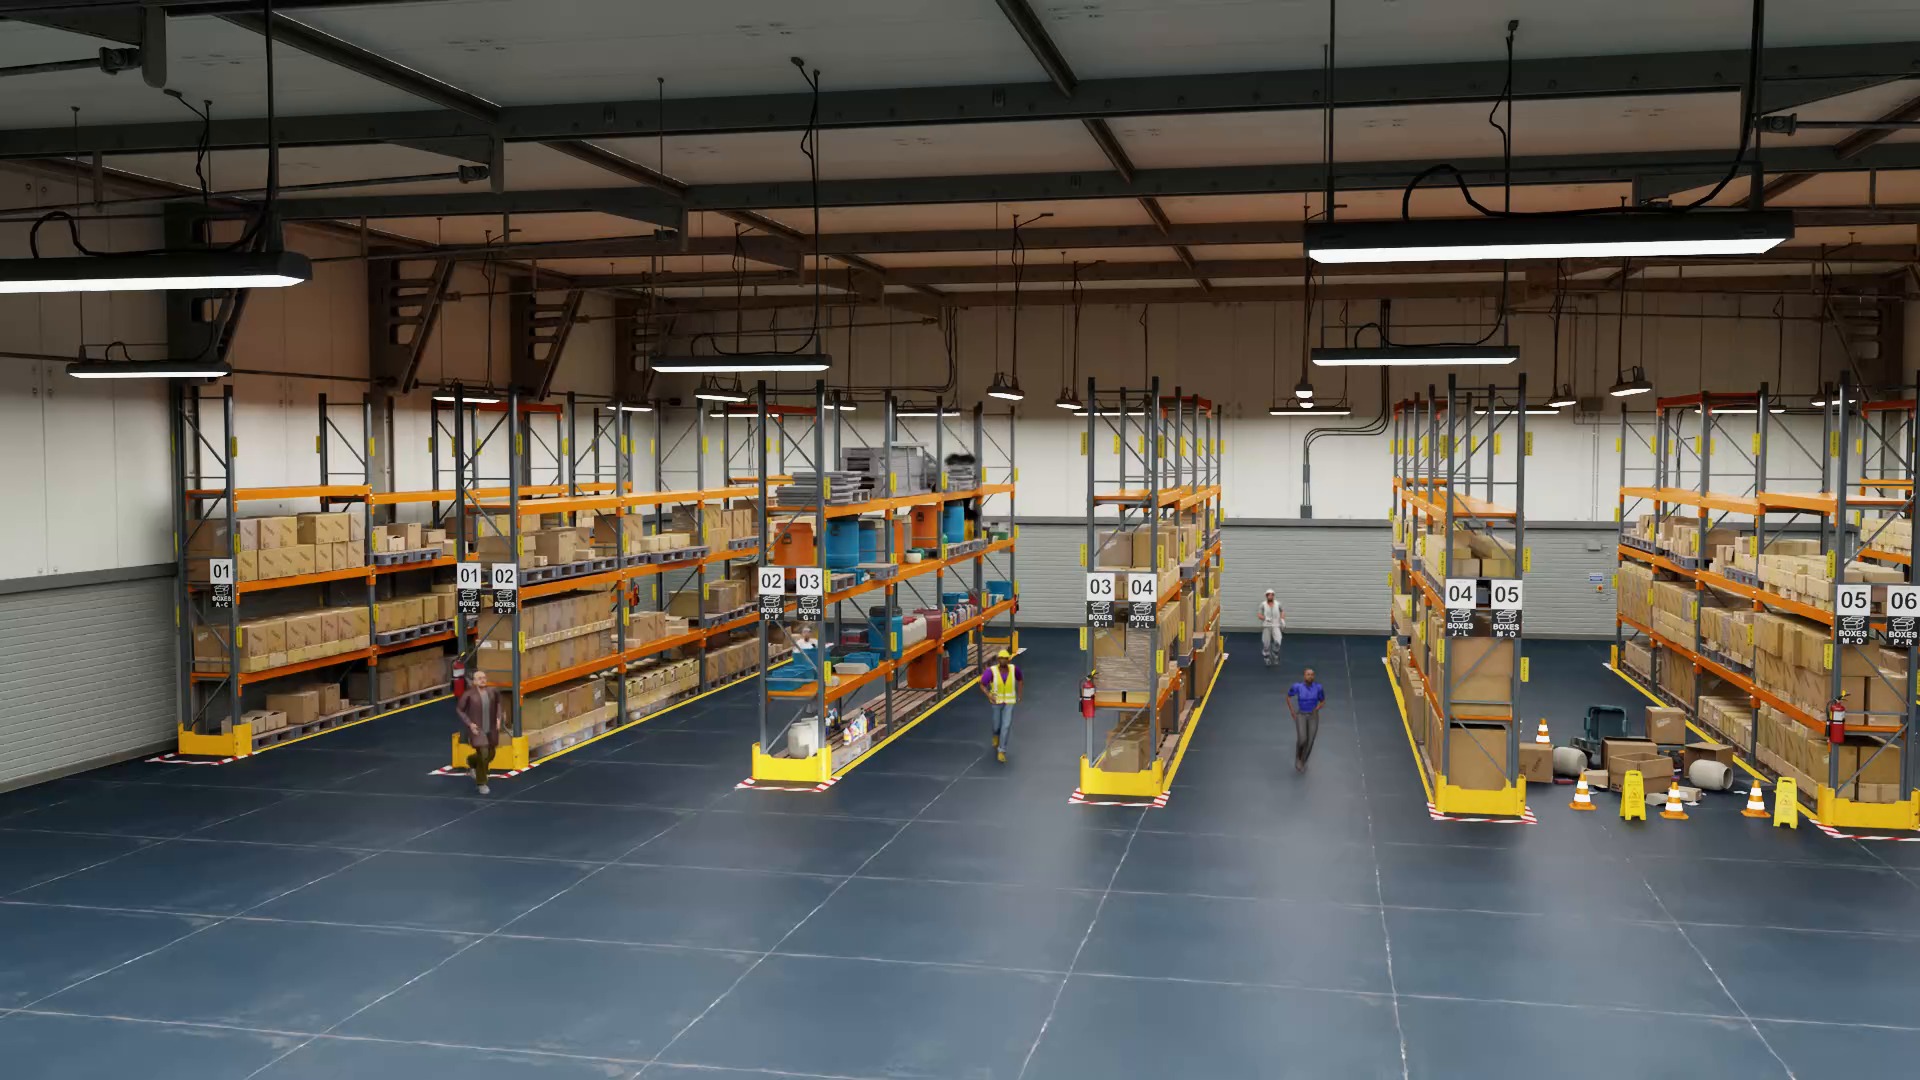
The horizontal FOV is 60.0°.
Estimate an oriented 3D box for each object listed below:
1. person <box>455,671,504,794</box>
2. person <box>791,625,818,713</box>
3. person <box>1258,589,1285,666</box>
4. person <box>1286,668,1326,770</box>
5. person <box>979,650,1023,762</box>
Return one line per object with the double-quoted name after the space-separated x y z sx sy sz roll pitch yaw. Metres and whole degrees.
-7.024 2.782 24.263 0.719 1.775 0.731 -3 4 -43 "person"
-2.871 2.417 31.222 0.612 1.666 0.606 0 3 6 "person"
7.068 1.992 37.717 0.633 1.745 0.725 0 3 4 "person"
5.325 2.757 25.510 0.572 1.609 0.642 0 3 -1 "person"
0.676 2.633 26.830 0.726 1.754 0.950 0 3 -6 "person"
